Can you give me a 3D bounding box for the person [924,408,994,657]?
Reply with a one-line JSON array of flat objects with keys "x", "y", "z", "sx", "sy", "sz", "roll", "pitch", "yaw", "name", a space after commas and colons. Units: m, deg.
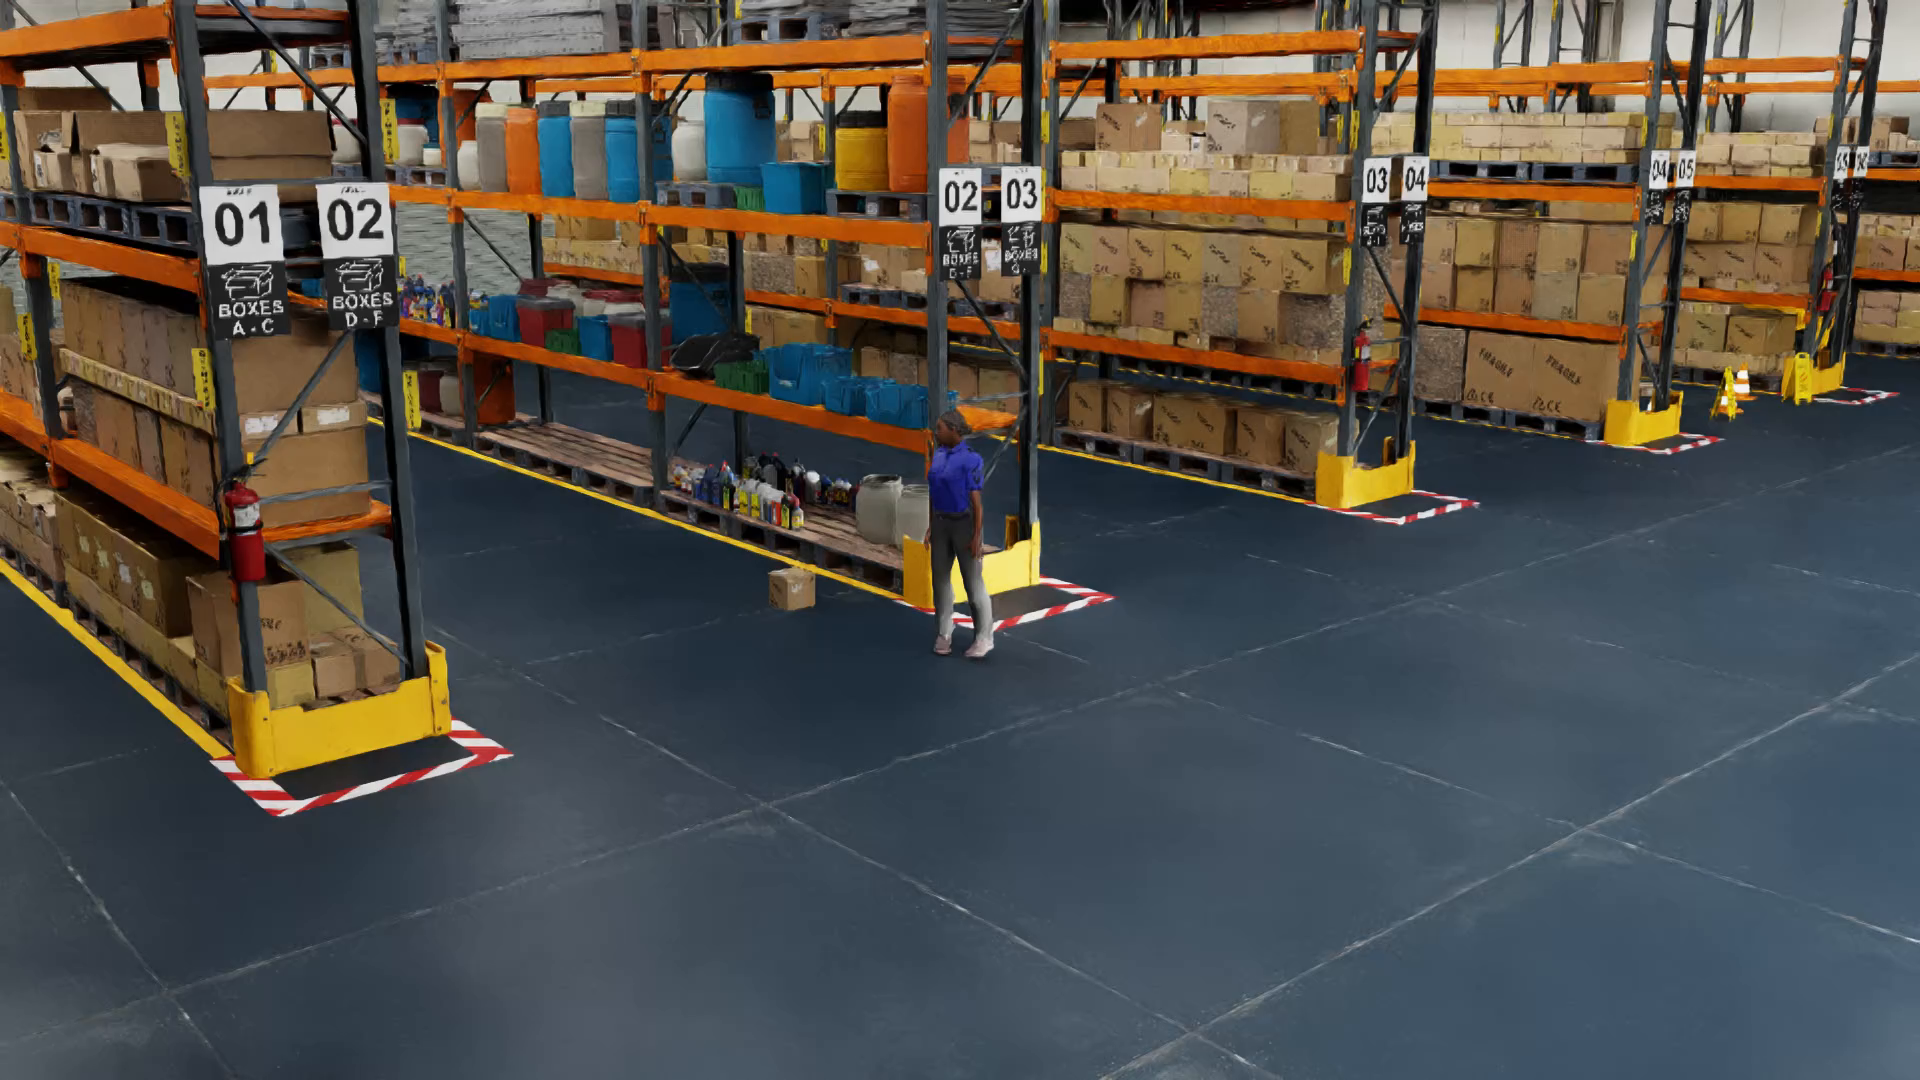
[{"x": -0.019, "y": -0.046, "z": 11.176, "sx": 0.508, "sy": 1.654, "sz": 0.338, "roll": 12, "pitch": 19, "yaw": 40, "name": "person"}]
